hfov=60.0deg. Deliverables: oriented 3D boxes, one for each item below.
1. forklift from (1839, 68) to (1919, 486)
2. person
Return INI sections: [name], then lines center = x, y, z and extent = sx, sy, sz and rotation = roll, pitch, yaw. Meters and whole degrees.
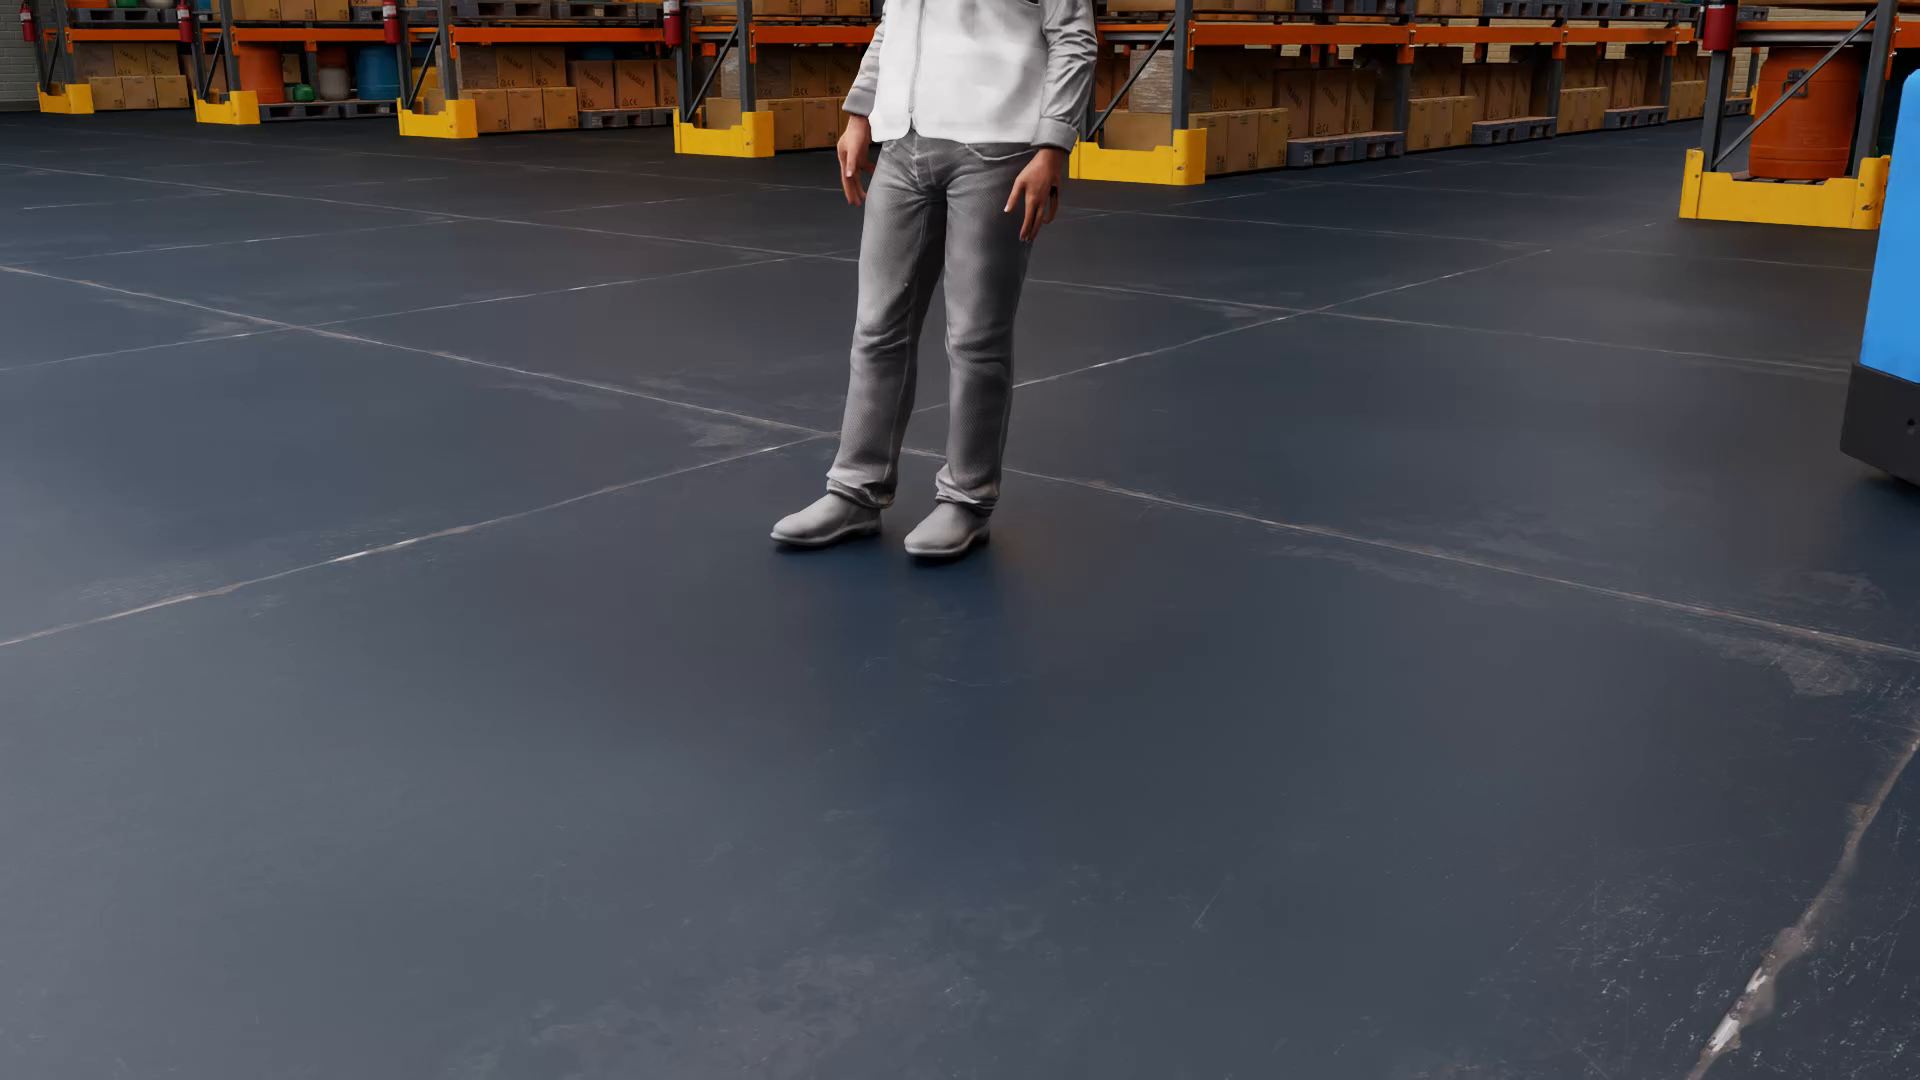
[forklift]
center = 3.899, -1.460, 3.705
extent = 3.031, 2.935, 1.130
rotation = -1, 17, -2
[person]
center = -0.046, -0.844, 3.641
extent = 0.632, 1.773, 0.568
rotation = 13, 21, 37
